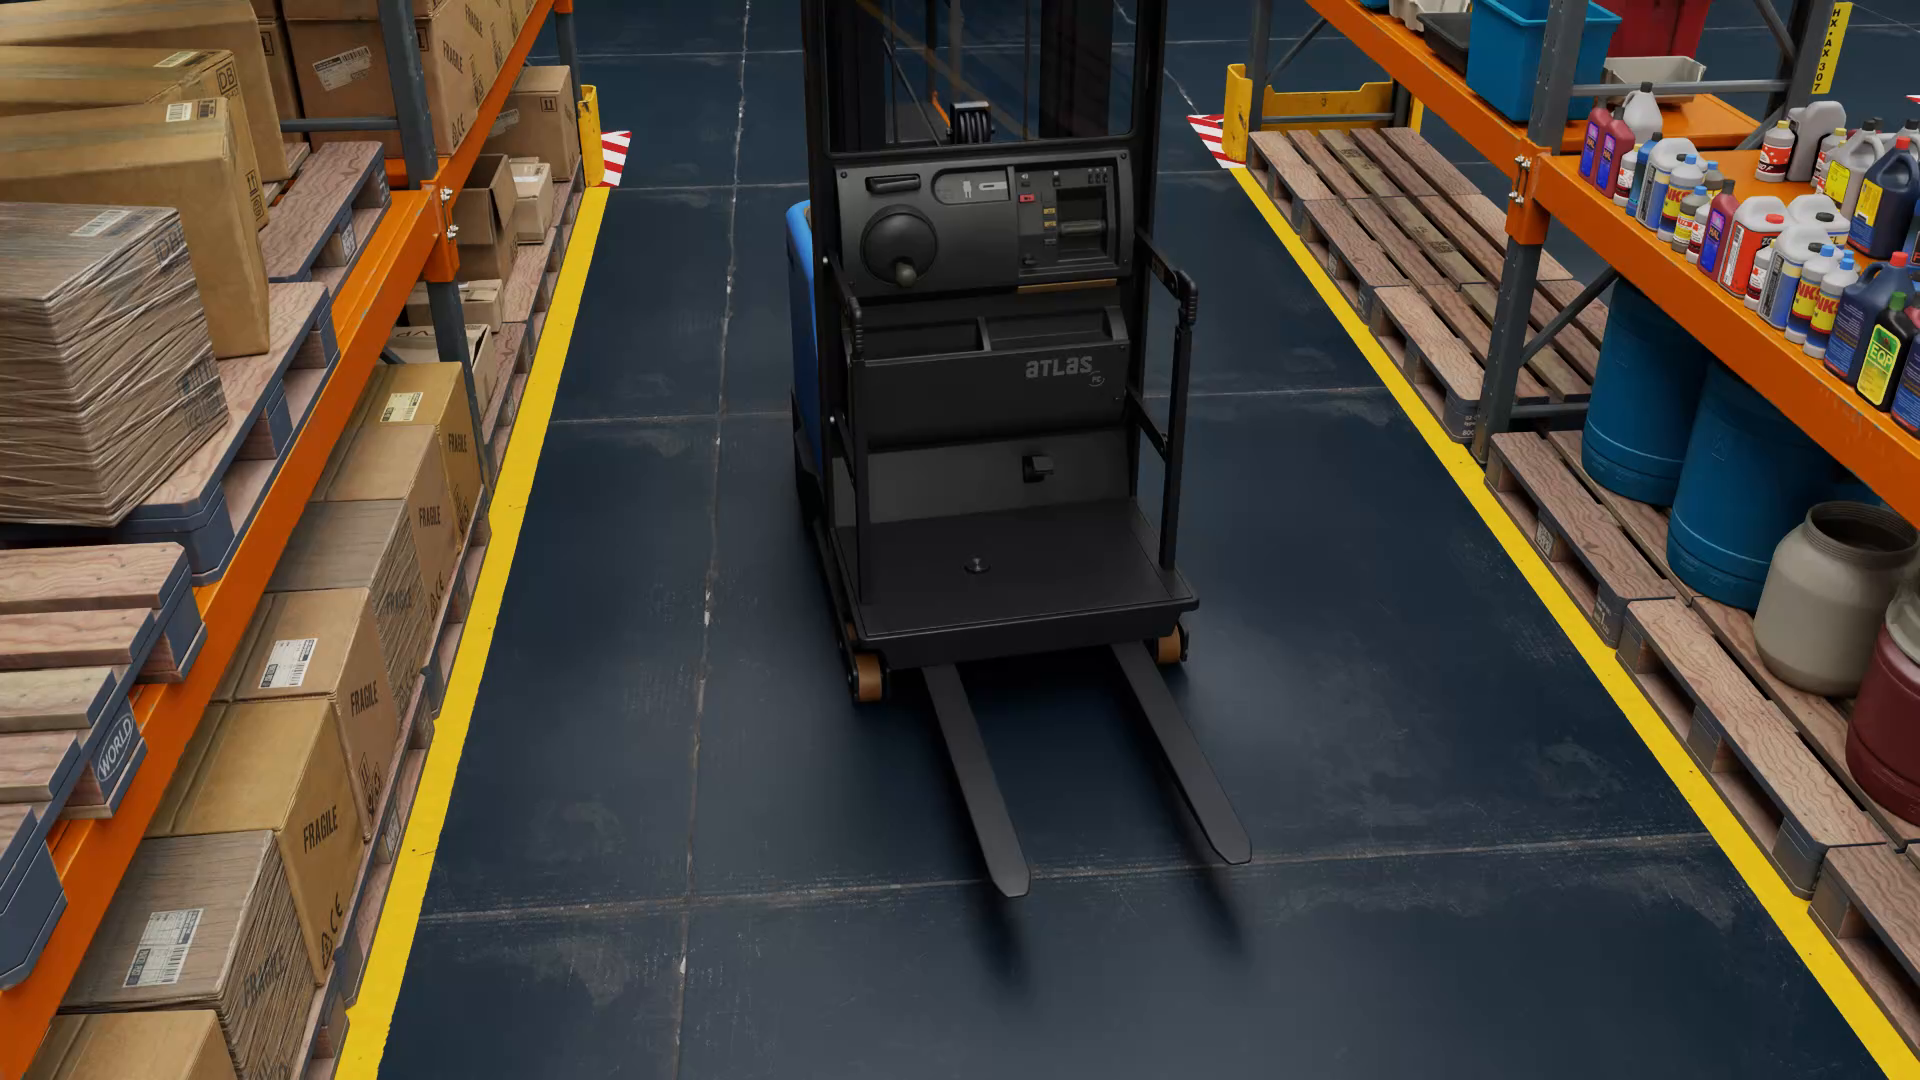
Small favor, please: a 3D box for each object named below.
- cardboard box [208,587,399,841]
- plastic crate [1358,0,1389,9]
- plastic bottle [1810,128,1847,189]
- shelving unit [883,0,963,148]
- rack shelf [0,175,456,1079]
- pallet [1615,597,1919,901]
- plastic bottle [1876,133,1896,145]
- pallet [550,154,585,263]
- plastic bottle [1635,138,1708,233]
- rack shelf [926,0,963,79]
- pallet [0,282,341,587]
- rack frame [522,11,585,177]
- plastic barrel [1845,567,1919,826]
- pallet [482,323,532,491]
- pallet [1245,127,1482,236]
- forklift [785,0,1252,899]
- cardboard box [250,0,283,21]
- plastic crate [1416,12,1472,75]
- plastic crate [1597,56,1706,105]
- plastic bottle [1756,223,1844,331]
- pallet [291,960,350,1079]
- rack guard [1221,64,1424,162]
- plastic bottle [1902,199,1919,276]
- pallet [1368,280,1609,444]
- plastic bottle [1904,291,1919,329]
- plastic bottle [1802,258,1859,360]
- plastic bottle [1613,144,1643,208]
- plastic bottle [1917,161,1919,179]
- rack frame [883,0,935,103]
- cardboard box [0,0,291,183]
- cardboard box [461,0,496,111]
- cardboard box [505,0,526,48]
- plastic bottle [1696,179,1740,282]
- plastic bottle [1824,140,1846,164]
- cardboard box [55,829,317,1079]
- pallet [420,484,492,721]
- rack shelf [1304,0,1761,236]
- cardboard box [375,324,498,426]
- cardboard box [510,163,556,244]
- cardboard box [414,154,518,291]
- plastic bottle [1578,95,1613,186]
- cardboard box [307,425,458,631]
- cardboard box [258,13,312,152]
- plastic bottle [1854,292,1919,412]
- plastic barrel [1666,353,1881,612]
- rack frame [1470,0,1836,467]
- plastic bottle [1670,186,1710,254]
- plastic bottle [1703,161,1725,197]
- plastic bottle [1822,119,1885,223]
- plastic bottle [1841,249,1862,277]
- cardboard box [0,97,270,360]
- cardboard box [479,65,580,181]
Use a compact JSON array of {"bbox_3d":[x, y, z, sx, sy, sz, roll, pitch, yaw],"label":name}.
[{"bbox_3d":[-1.862,0.485,4.522,0.500,0.500,0.500,-4,31,-6],"label":"cardboard box"},{"bbox_3d":[2.077,-2.670,7.900,0.416,0.233,0.300,-3,31,-5],"label":"plastic crate"},{"bbox_3d":[3.001,-1.312,5.716,0.097,0.201,0.097,0,31,0],"label":"plastic bottle"},{"bbox_3d":[-0.247,-1.475,6.672,0.431,2.100,0.503,-6,31,-10],"label":"shelving unit"},{"bbox_3d":[-2.141,-0.076,4.154,1.077,0.370,4.000,-3,31,-5],"label":"rack shelf"},{"bbox_3d":[2.752,0.576,5.080,1.003,0.211,1.213,-3,31,-5],"label":"pallet"},{"bbox_3d":[2.997,-1.216,5.481,0.152,0.276,0.135,-3,31,-5],"label":"plastic bottle"},{"bbox_3d":[-2.619,-1.805,9.066,1.003,0.211,1.213,-3,31,-5],"label":"pallet"},{"bbox_3d":[2.303,-1.147,5.366,0.152,0.276,0.135,-3,31,-5],"label":"plastic bottle"},{"bbox_3d":[-0.247,-2.065,6.320,0.431,0.518,0.480,-6,31,-10],"label":"rack shelf"},{"bbox_3d":[-2.140,-0.274,3.971,1.003,0.211,1.213,-3,31,-5],"label":"pallet"},{"bbox_3d":[-2.701,-3.448,9.098,1.000,3.000,0.127,-3,31,-5],"label":"rack frame"},{"bbox_3d":[2.810,0.430,4.546,0.600,0.588,0.708,-3,31,-5],"label":"plastic barrel"},{"bbox_3d":[-2.391,-0.559,6.981,1.003,0.211,1.213,-3,31,-5],"label":"pallet"},{"bbox_3d":[2.269,-2.063,9.499,1.003,0.211,1.213,-3,31,-5],"label":"pallet"},{"bbox_3d":[0.130,-0.943,4.970,1.130,2.935,3.031,-6,31,-10],"label":"forklift"},{"bbox_3d":[-2.633,-2.124,5.808,0.500,0.500,0.500,-3,31,-4],"label":"cardboard box"},{"bbox_3d":[2.232,-2.108,7.063,0.437,0.125,0.590,-3,31,-5],"label":"plastic crate"},{"bbox_3d":[2.703,-1.798,6.534,0.396,0.136,0.243,-3,31,-5],"label":"plastic crate"},{"bbox_3d":[2.377,-0.742,4.689,0.152,0.276,0.135,-3,31,-5],"label":"plastic bottle"},{"bbox_3d":[-1.986,1.450,3.616,1.003,0.211,1.213,-3,31,-5],"label":"pallet"},{"bbox_3d":[2.216,-2.622,10.152,1.175,0.500,0.348,-3,31,-5],"label":"rack guard"},{"bbox_3d":[2.922,-0.941,5.026,0.097,0.271,0.097,0,31,0],"label":"plastic bottle"},{"bbox_3d":[2.497,-0.818,7.413,1.003,0.211,1.213,-3,31,-5],"label":"pallet"},{"bbox_3d":[2.440,-0.484,4.249,0.061,0.283,0.133,-3,31,-5],"label":"plastic bottle"},{"bbox_3d":[2.369,-0.630,4.505,0.097,0.271,0.097,0,31,0],"label":"plastic bottle"},{"bbox_3d":[2.255,-1.222,5.565,0.097,0.201,0.097,0,31,0],"label":"plastic bottle"},{"bbox_3d":[3.033,-1.072,5.168,0.144,0.351,0.185,-3,31,-5],"label":"plastic bottle"},{"bbox_3d":[-0.298,-1.598,6.877,0.400,2.100,0.015,-6,31,-10],"label":"rack frame"},{"bbox_3d":[-2.506,-1.377,5.122,0.700,0.500,0.500,-13,33,-21],"label":"cardboard box"},{"bbox_3d":[-2.155,-1.983,6.548,0.500,0.500,0.500,-2,31,-4],"label":"cardboard box"},{"bbox_3d":[-2.248,-2.498,7.410,0.500,0.500,0.500,-3,31,-5],"label":"cardboard box"},{"bbox_3d":[2.297,-0.930,4.996,0.061,0.283,0.133,-3,31,-5],"label":"plastic bottle"},{"bbox_3d":[2.953,-1.241,5.597,0.097,0.201,0.097,0,31,0],"label":"plastic bottle"},{"bbox_3d":[-1.766,1.007,3.647,0.500,0.500,0.500,-4,31,-6],"label":"cardboard box"},{"bbox_3d":[-2.214,0.205,5.702,1.003,0.211,1.213,-3,31,-5],"label":"pallet"},{"bbox_3d":[2.418,-2.354,7.967,1.077,0.370,4.000,-3,31,-5],"label":"rack shelf"},{"bbox_3d":[-2.151,-0.665,6.631,0.500,0.311,0.500,-3,31,-5],"label":"cardboard box"},{"bbox_3d":[-2.346,-1.704,8.430,0.500,0.250,0.500,-3,31,-5],"label":"cardboard box"},{"bbox_3d":[-2.508,-1.482,7.811,0.797,0.503,0.637,-3,31,-5],"label":"cardboard box"},{"bbox_3d":[2.214,-1.384,5.755,0.061,0.283,0.133,-3,31,-5],"label":"plastic bottle"},{"bbox_3d":[-1.958,-0.031,5.385,0.500,0.500,0.500,-3,31,-4],"label":"cardboard box"},{"bbox_3d":[-2.630,-1.692,6.060,0.500,0.500,0.500,-2,31,-4],"label":"cardboard box"},{"bbox_3d":[2.379,-0.481,4.244,0.061,0.283,0.133,-3,31,-5],"label":"plastic bottle"},{"bbox_3d":[2.704,-0.281,5.432,0.600,0.901,0.708,-3,31,-5],"label":"plastic barrel"},{"bbox_3d":[2.604,-1.641,6.073,1.000,3.000,0.127,-3,31,-5],"label":"rack frame"},{"bbox_3d":[2.295,-1.004,5.200,0.097,0.201,0.097,0,31,0],"label":"plastic bottle"},{"bbox_3d":[2.425,-1.130,5.411,0.097,0.201,0.097,0,31,0],"label":"plastic bottle"},{"bbox_3d":[2.873,-1.160,5.314,0.144,0.351,0.185,-3,31,-5],"label":"plastic bottle"},{"bbox_3d":[2.499,-0.726,4.734,0.097,0.201,0.097,0,31,0],"label":"plastic bottle"},{"bbox_3d":[-2.101,-0.730,4.040,0.700,0.500,0.500,-11,32,-17],"label":"cardboard box"},{"bbox_3d":[-2.405,-2.298,9.181,0.500,0.500,0.500,-3,31,-5],"label":"cardboard box"}]
